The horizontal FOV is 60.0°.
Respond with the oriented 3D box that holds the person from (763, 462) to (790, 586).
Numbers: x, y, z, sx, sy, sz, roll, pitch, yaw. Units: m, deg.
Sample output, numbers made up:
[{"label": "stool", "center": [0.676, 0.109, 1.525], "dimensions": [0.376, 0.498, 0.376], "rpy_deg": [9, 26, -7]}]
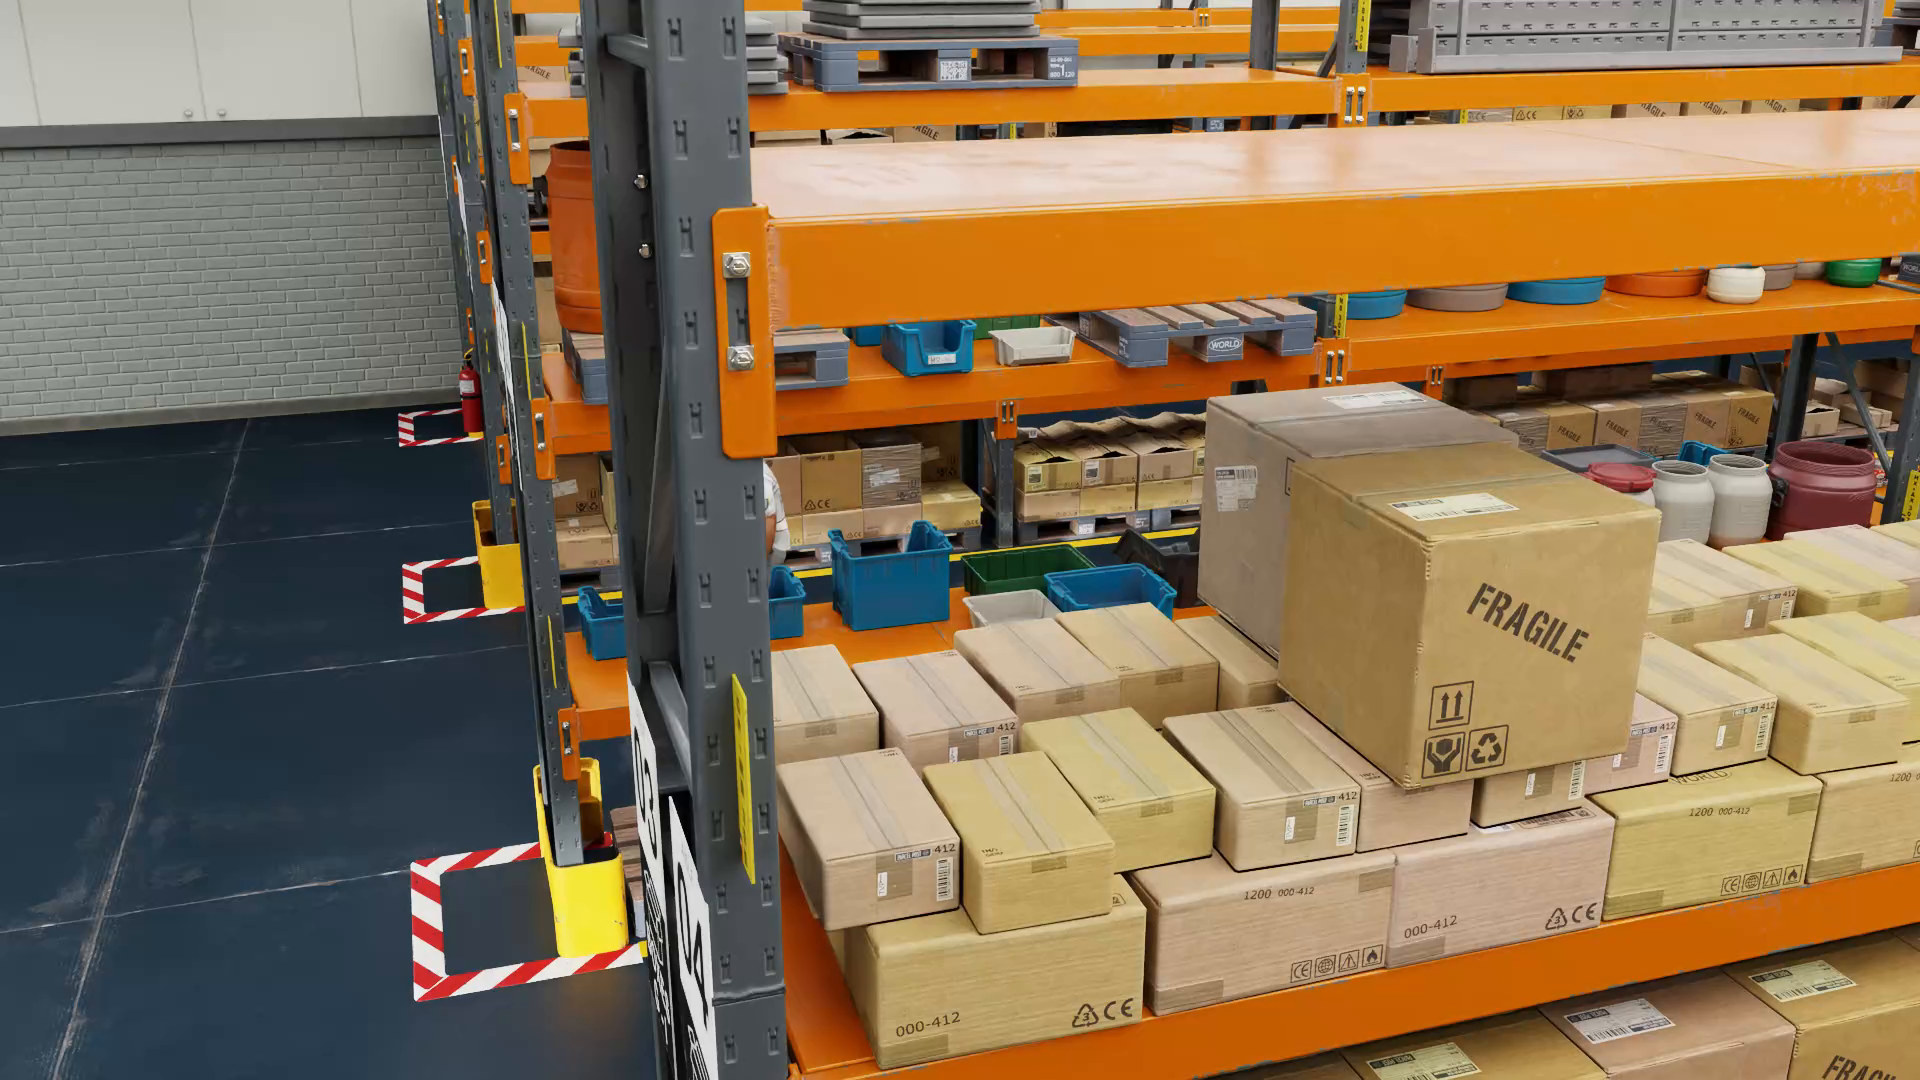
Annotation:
[{"label": "person", "center": [-1.420, 0.054, 11.405], "dimensions": [0.467, 1.665, 0.555], "rpy_deg": [-8, 21, -21]}]
